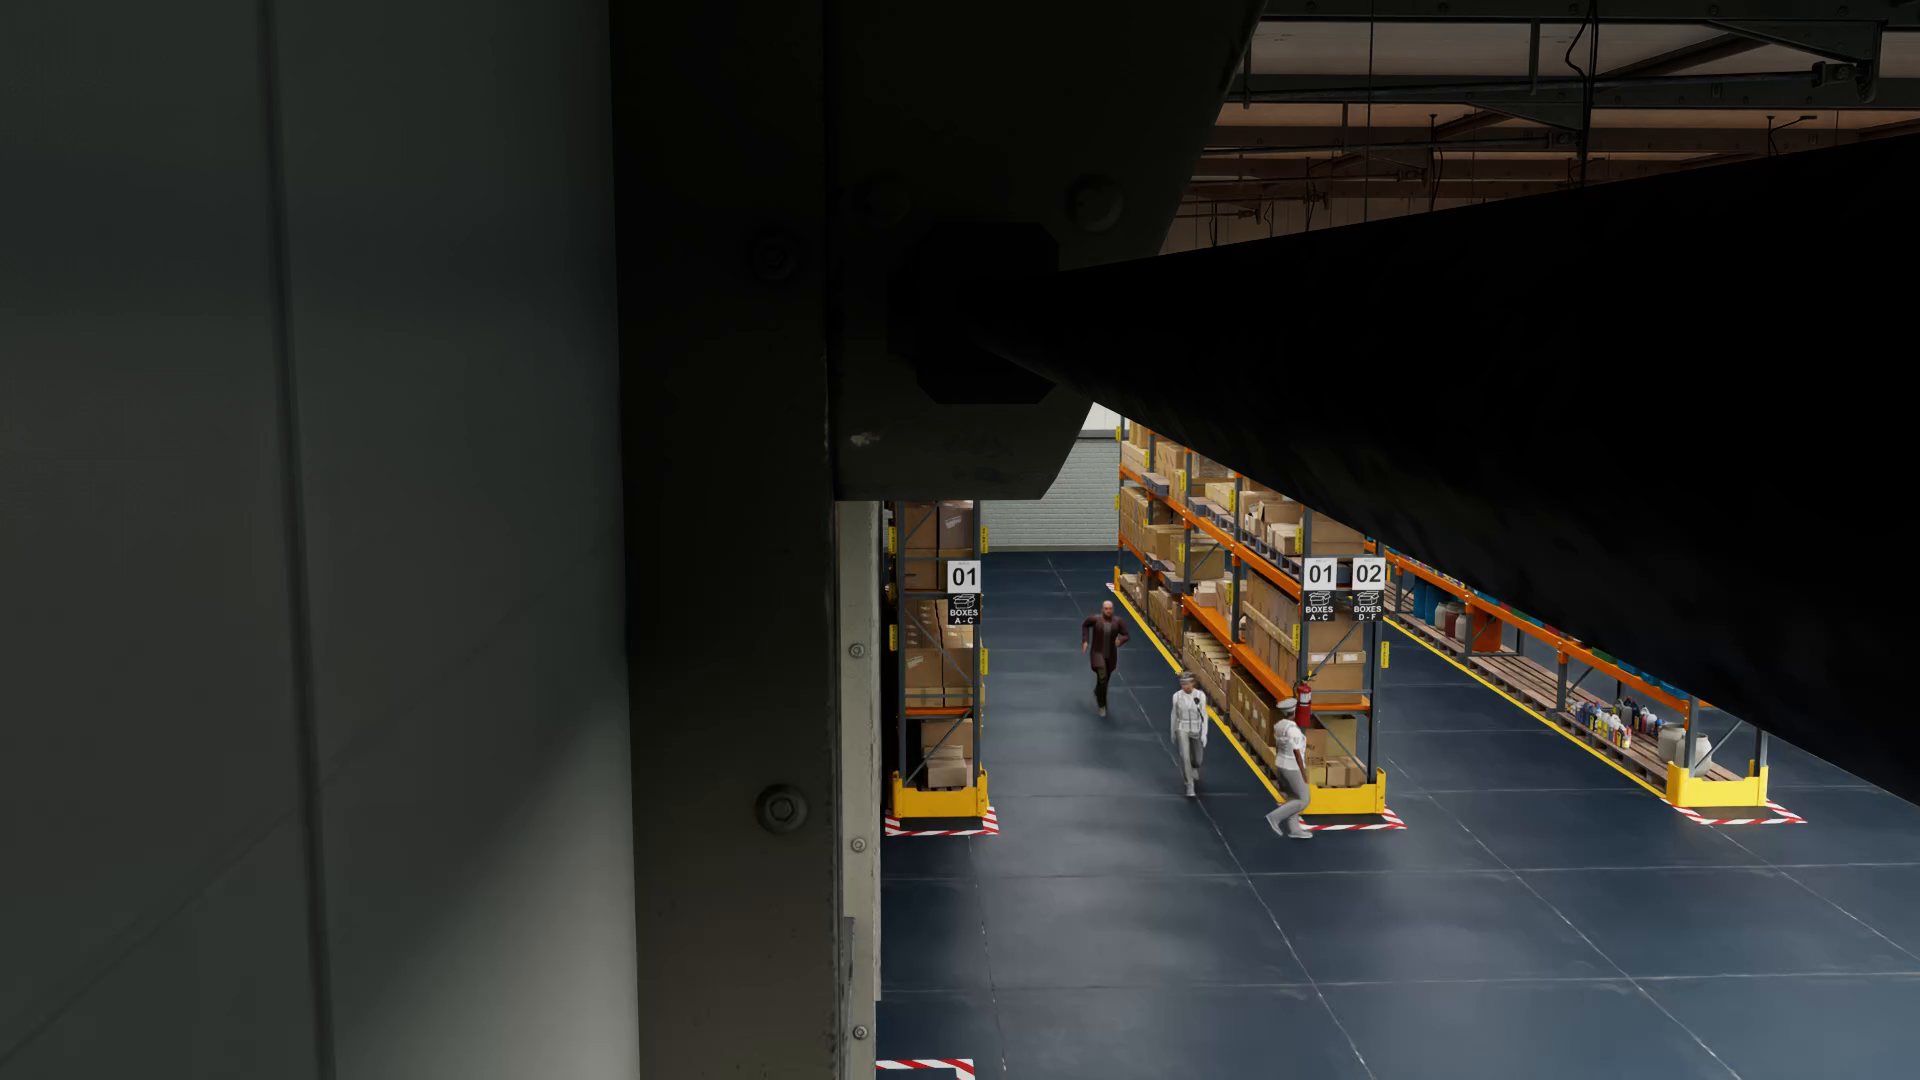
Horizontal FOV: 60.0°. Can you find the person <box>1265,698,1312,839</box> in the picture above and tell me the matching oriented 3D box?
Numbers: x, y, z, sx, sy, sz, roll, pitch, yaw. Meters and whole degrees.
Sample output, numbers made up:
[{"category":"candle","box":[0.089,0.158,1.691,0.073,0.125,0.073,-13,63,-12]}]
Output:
[{"category":"person","box":[3.864,2.706,19.540,0.631,1.666,0.493,-2,8,-12]}]

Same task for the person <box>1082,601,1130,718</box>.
[{"category":"person","box":[2.233,1.842,25.687,0.678,1.690,1.041,-2,8,-14]}]

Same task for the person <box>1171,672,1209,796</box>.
[{"category":"person","box":[2.982,2.462,21.583,0.474,1.542,0.976,0,8,2]}]
